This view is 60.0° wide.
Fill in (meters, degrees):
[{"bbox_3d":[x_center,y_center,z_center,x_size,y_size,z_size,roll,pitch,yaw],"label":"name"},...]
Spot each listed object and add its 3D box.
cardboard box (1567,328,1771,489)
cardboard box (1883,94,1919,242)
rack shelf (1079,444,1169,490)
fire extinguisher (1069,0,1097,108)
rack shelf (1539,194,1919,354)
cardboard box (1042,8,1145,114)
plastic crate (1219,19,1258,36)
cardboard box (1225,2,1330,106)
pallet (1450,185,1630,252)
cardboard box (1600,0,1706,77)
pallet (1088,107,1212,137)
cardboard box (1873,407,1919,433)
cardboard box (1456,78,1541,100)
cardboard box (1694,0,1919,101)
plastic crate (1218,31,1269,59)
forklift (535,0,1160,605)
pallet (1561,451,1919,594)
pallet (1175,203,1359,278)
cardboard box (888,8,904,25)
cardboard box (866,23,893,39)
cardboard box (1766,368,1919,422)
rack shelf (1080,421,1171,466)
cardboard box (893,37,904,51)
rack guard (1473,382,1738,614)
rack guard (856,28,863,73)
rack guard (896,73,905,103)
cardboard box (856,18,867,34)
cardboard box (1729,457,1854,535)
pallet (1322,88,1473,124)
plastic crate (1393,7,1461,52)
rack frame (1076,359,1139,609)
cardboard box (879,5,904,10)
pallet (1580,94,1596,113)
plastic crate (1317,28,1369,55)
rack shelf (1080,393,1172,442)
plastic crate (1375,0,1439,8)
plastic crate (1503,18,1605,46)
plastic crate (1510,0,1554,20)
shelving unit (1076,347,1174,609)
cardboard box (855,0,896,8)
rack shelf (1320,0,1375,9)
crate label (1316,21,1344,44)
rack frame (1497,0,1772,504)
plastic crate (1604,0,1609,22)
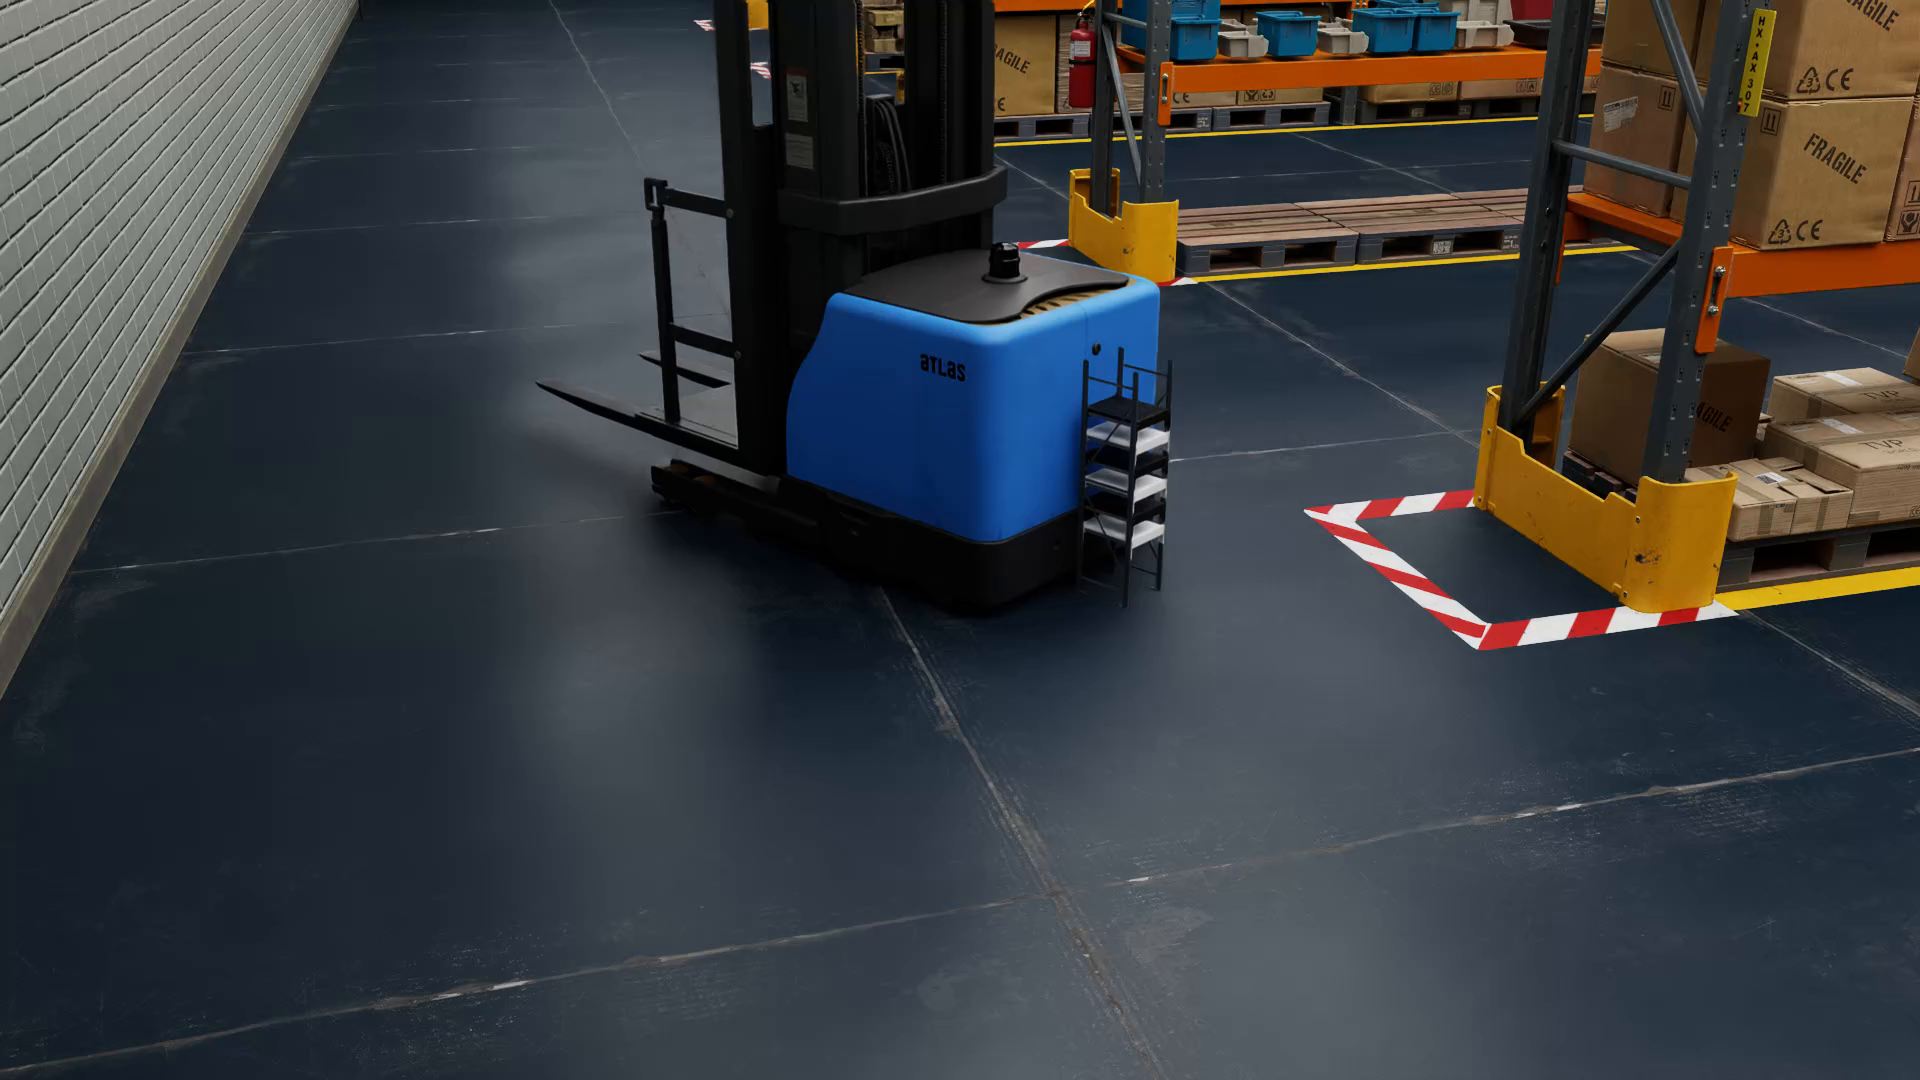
[{"bbox_3d":[2.859,-0.541,6.738,0.500,0.500,0.500,-6,24,-14],"label":"cardboard box"},{"bbox_3d":[3.395,-1.387,5.969,0.500,0.500,0.500,-7,24,-15],"label":"cardboard box"},{"bbox_3d":[0.594,-0.274,6.021,0.258,0.077,0.200,20,30,38],"label":"rack shelf"},{"bbox_3d":[0.799,-3.167,10.816,0.183,0.674,0.296,-6,24,-14],"label":"fire extinguisher"},{"bbox_3d":[4.327,-1.219,6.617,4.000,0.370,1.077,-6,24,-14],"label":"rack shelf"},{"bbox_3d":[1.200,-4.510,15.537,0.875,0.875,0.875,-6,24,-14],"label":"cardboard box"},{"bbox_3d":[1.804,-3.280,10.765,0.243,0.136,0.396,-6,24,-14],"label":"plastic crate"},{"bbox_3d":[2.924,-4.701,15.981,0.875,0.875,0.875,-6,24,-14],"label":"cardboard box"},{"bbox_3d":[4.221,-2.269,11.688,1.213,0.211,1.003,-6,24,-14],"label":"pallet"},{"bbox_3d":[2.756,-1.994,6.116,0.500,0.500,0.500,-7,24,-15],"label":"cardboard box"},{"bbox_3d":[1.651,-4.060,15.862,1.213,0.211,1.003,-6,24,-14],"label":"pallet"},{"bbox_3d":[3.965,-0.332,6.566,0.500,0.250,0.500,-6,24,-14],"label":"cardboard box"},{"bbox_3d":[5.052,-4.912,16.473,0.875,0.875,1.225,-7,24,-16],"label":"cardboard box"},{"bbox_3d":[2.900,-1.789,5.639,0.500,0.500,0.500,-6,24,-13],"label":"cardboard box"},{"bbox_3d":[1.725,-3.028,10.179,0.298,0.136,0.250,-6,24,-14],"label":"plastic crate"},{"bbox_3d":[-0.663,-1.585,6.645,3.031,2.935,1.130,20,30,38],"label":"forklift"},{"bbox_3d":[3.242,-0.148,6.746,1.213,0.211,1.003,-6,24,-14],"label":"pallet"},{"bbox_3d":[1.872,-2.009,11.083,1.213,0.211,1.003,-6,24,-14],"label":"pallet"},{"bbox_3d":[-0.684,-6.150,19.525,0.250,0.149,0.380,-6,24,-13],"label":"cardboard box"},{"bbox_3d":[-0.939,-5.970,19.482,0.250,0.149,0.380,-5,24,-12],"label":"cardboard box"},{"bbox_3d":[3.781,-0.516,6.996,0.500,0.250,0.500,-6,24,-14],"label":"cardboard box"},{"bbox_3d":[0.594,-0.357,5.986,0.258,0.077,0.200,20,30,38],"label":"rack shelf"},{"bbox_3d":[-0.692,-5.868,19.622,0.250,0.149,0.380,-6,24,-15],"label":"cardboard box"},{"bbox_3d":[2.475,-0.196,6.490,0.348,0.500,1.175,-6,24,-14],"label":"rack guard"},{"bbox_3d":[-1.440,-5.851,19.670,0.348,0.500,1.175,-6,24,-14],"label":"rack guard"},{"bbox_3d":[-0.294,-3.947,15.232,0.348,0.500,1.175,-6,24,-14],"label":"rack guard"},{"bbox_3d":[-1.082,-6.176,19.963,0.250,0.149,0.380,-7,24,-16],"label":"cardboard box"},{"bbox_3d":[3.138,-0.177,6.313,0.250,0.166,0.380,-6,24,-14],"label":"cardboard box"},{"bbox_3d":[4.303,-4.353,16.546,1.213,0.211,1.003,-6,24,-14],"label":"pallet"},{"bbox_3d":[2.951,-3.242,10.555,0.300,0.233,0.416,-6,24,-14],"label":"plastic crate"},{"bbox_3d":[0.525,-0.193,5.975,0.240,0.900,0.006,20,30,38],"label":"rack frame"},{"bbox_3d":[-0.814,-6.306,19.888,0.250,0.149,0.380,-6,24,-13],"label":"cardboard box"},{"bbox_3d":[6.653,-4.613,17.152,1.213,0.211,1.003,-6,24,-14],"label":"pallet"},{"bbox_3d":[2.378,-3.100,10.347,0.298,0.136,0.250,-6,24,-14],"label":"plastic crate"},{"bbox_3d":[0.594,-0.440,5.950,0.258,0.077,0.200,20,30,38],"label":"rack shelf"},{"bbox_3d":[2.975,-3.484,11.120,0.300,0.233,0.416,-6,24,-14],"label":"plastic crate"},{"bbox_3d":[3.913,-3.324,10.882,0.590,0.125,0.437,-6,24,-14],"label":"plastic crate"},{"bbox_3d":[3.991,-3.701,11.331,0.583,0.464,0.402,-6,24,-14],"label":"plastic crate"},{"bbox_3d":[0.594,-0.222,6.044,0.258,0.900,0.210,20,30,38],"label":"shelving unit"},{"bbox_3d":[-1.460,-8.085,24.423,0.875,0.438,0.875,-6,24,-13],"label":"cardboard box"},{"bbox_3d":[5.506,-5.406,16.376,4.000,0.370,1.077,-6,24,-14],"label":"rack shelf"},{"bbox_3d":[2.348,-3.344,10.915,0.243,0.136,0.396,-6,24,-14],"label":"crate label"},{"bbox_3d":[2.402,-1.337,5.979,0.127,3.000,1.000,-6,24,-14],"label":"rack frame"},{"bbox_3d":[4.561,-3.485,10.929,0.575,0.384,0.392,-6,24,-14],"label":"plastic crate"}]
